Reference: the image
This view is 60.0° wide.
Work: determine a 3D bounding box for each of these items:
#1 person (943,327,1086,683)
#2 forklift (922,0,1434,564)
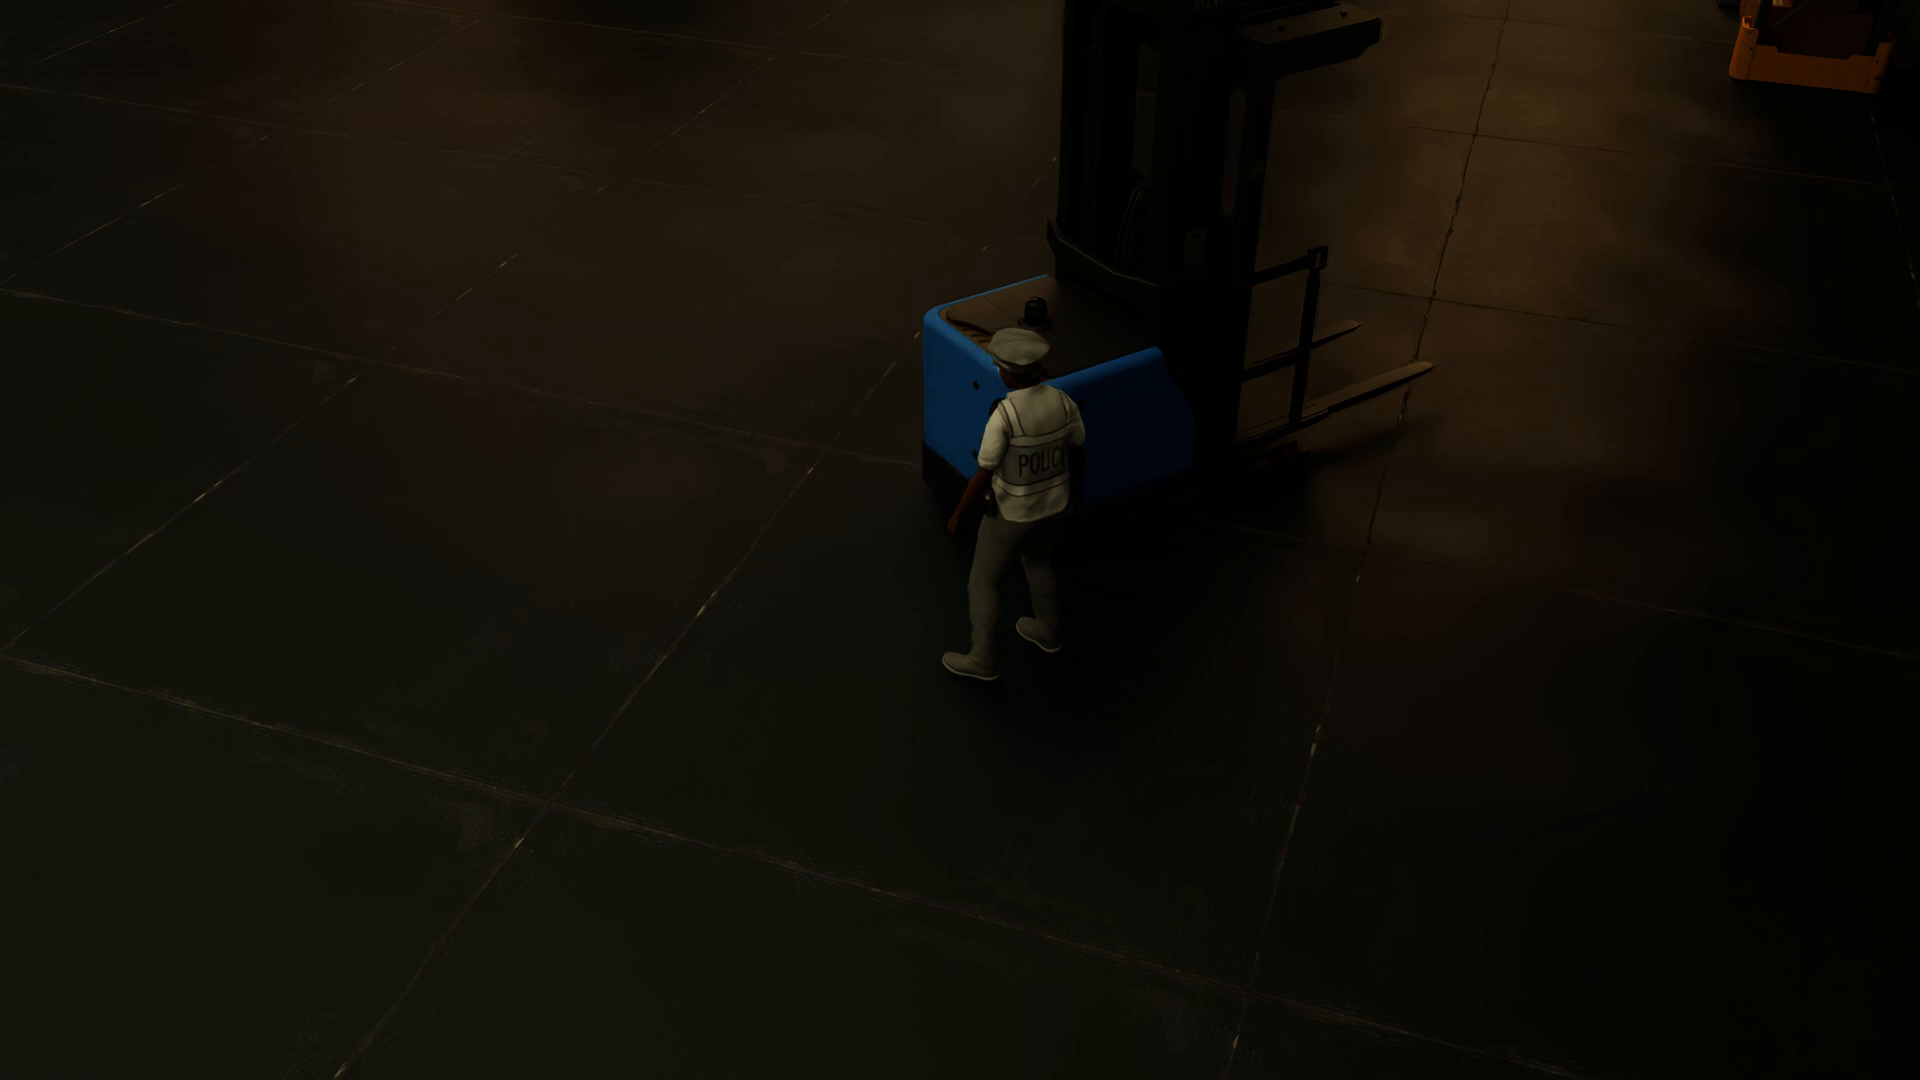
[{"bbox_3d":[0.259,-0.147,7.441,0.715,1.637,0.367,-22,41,-28],"label":"person"},{"bbox_3d":[1.313,-1.717,8.532,3.031,2.935,1.130,-20,40,-26],"label":"forklift"}]
